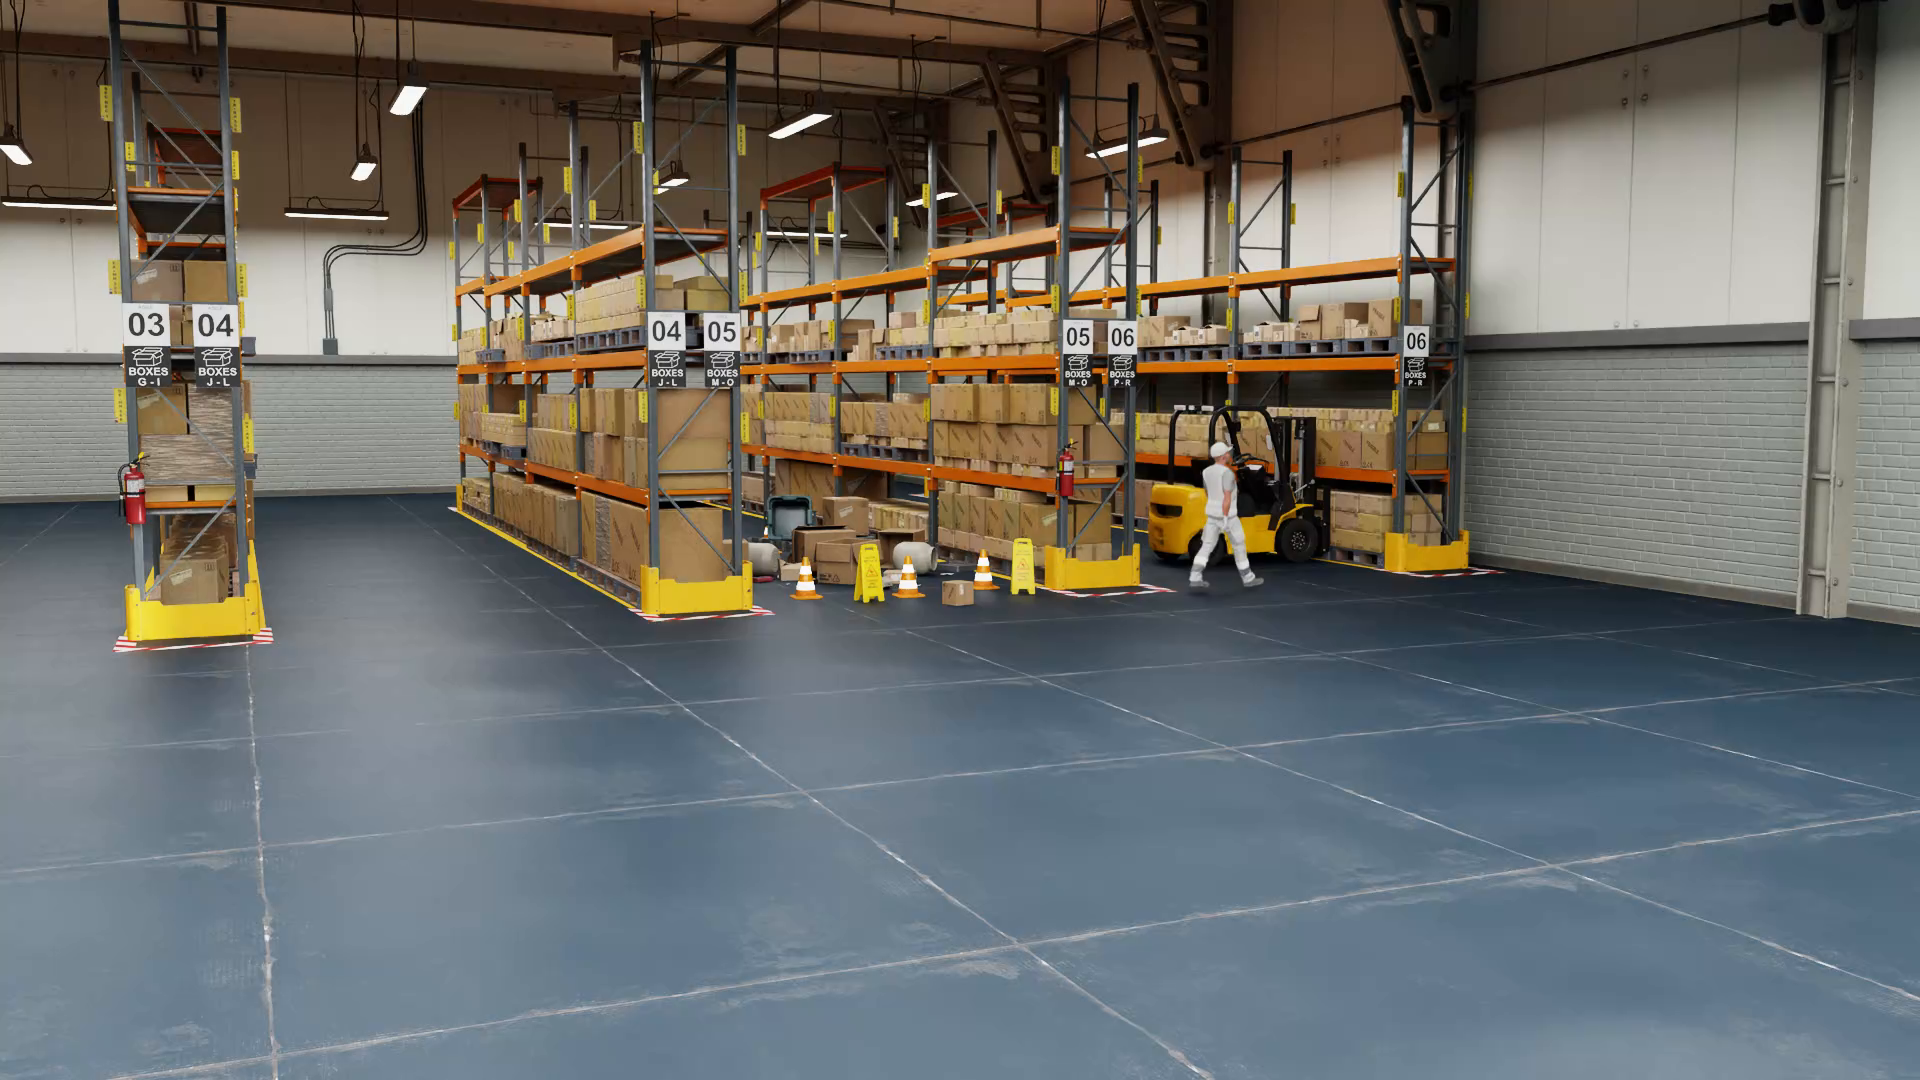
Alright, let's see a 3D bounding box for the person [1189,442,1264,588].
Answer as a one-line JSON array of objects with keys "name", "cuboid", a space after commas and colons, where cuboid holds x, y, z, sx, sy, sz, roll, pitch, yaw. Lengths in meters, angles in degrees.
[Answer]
[{"name": "person", "cuboid": [3.141, -0.294, 19.676, 1.056, 1.733, 0.536, -4, 7, -37]}]
